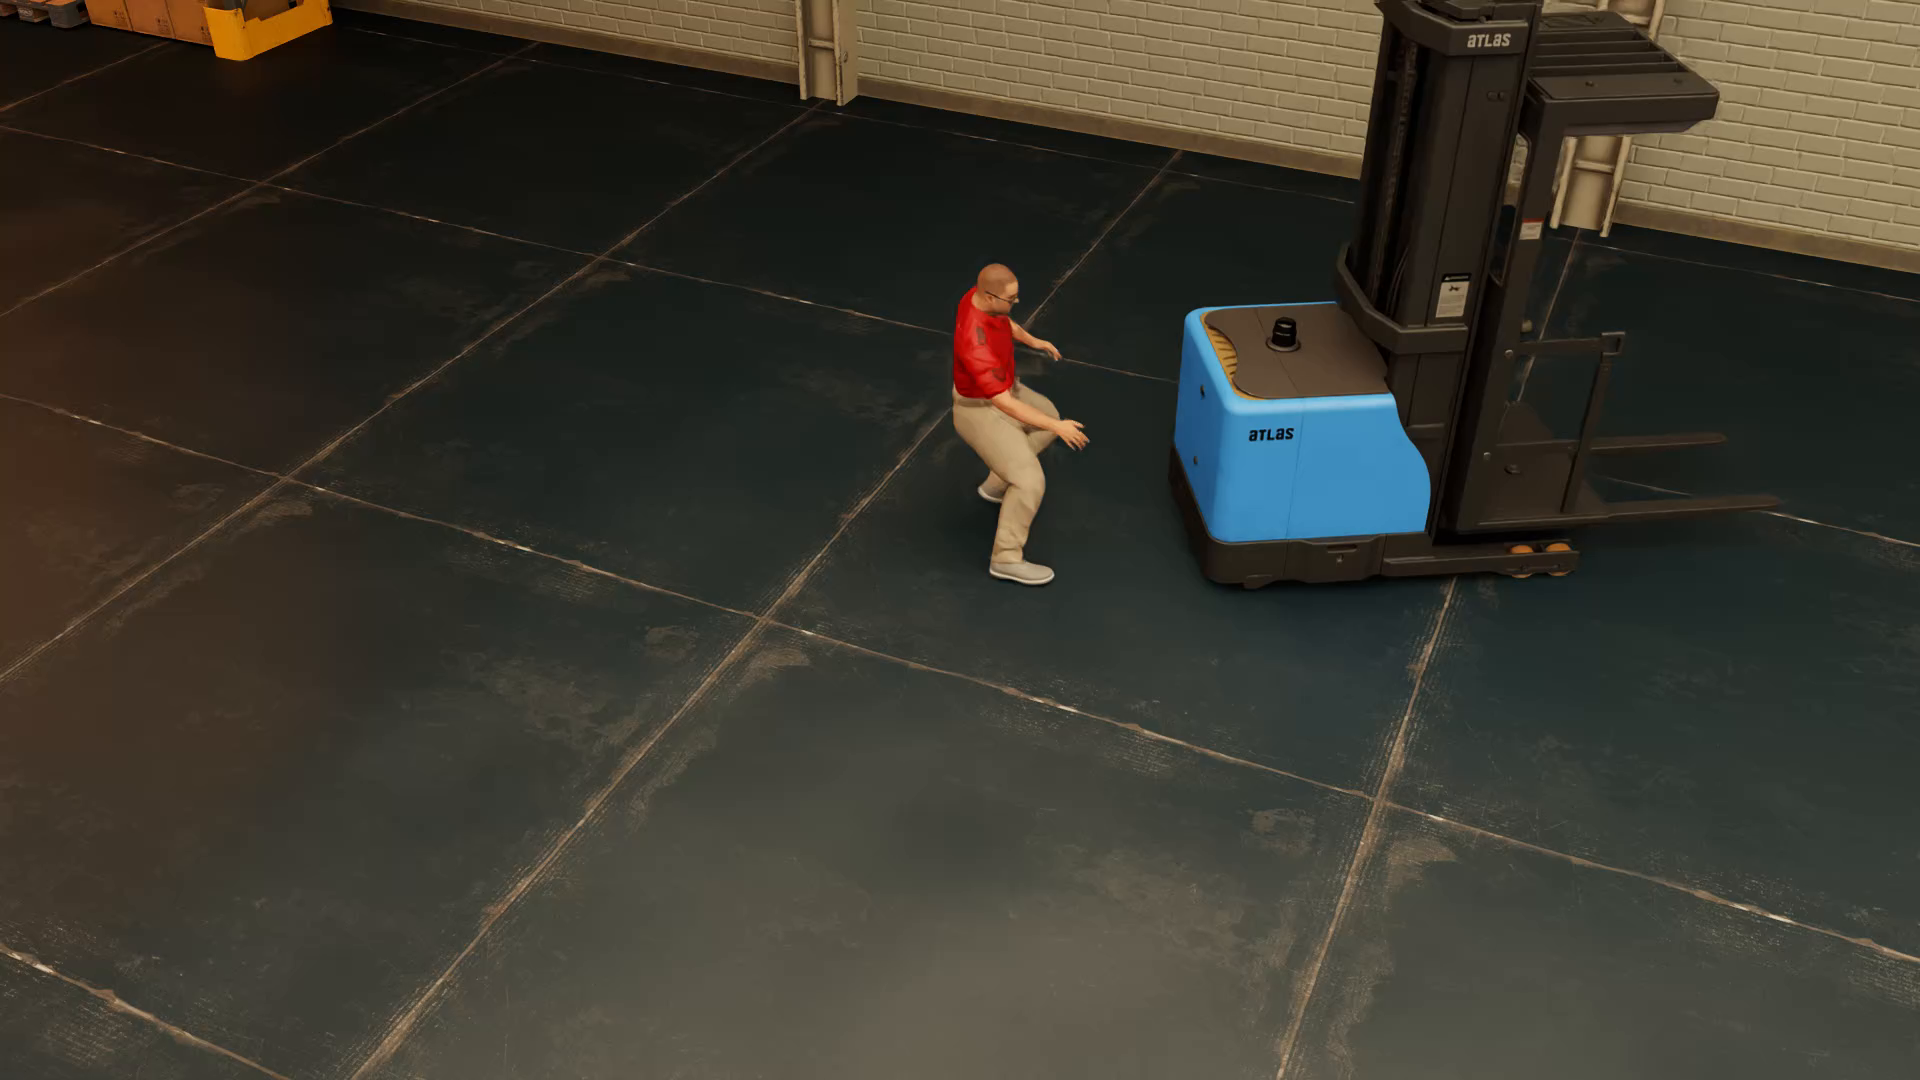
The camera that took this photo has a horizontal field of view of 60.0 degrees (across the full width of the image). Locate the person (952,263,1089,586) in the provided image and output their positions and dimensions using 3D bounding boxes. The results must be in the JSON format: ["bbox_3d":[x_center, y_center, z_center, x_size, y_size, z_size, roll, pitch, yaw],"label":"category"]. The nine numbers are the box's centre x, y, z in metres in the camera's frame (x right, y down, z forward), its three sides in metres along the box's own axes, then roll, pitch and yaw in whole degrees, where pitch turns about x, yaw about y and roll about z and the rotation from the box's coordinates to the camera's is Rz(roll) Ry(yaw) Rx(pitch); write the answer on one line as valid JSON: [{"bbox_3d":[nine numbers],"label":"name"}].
[{"bbox_3d":[0.304,-0.661,8.180,0.686,1.565,0.863,3,36,5],"label":"person"}]

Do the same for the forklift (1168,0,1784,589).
[{"bbox_3d":[2.671,-1.304,7.915,3.031,2.935,1.130,-3,36,-5],"label":"forklift"}]
